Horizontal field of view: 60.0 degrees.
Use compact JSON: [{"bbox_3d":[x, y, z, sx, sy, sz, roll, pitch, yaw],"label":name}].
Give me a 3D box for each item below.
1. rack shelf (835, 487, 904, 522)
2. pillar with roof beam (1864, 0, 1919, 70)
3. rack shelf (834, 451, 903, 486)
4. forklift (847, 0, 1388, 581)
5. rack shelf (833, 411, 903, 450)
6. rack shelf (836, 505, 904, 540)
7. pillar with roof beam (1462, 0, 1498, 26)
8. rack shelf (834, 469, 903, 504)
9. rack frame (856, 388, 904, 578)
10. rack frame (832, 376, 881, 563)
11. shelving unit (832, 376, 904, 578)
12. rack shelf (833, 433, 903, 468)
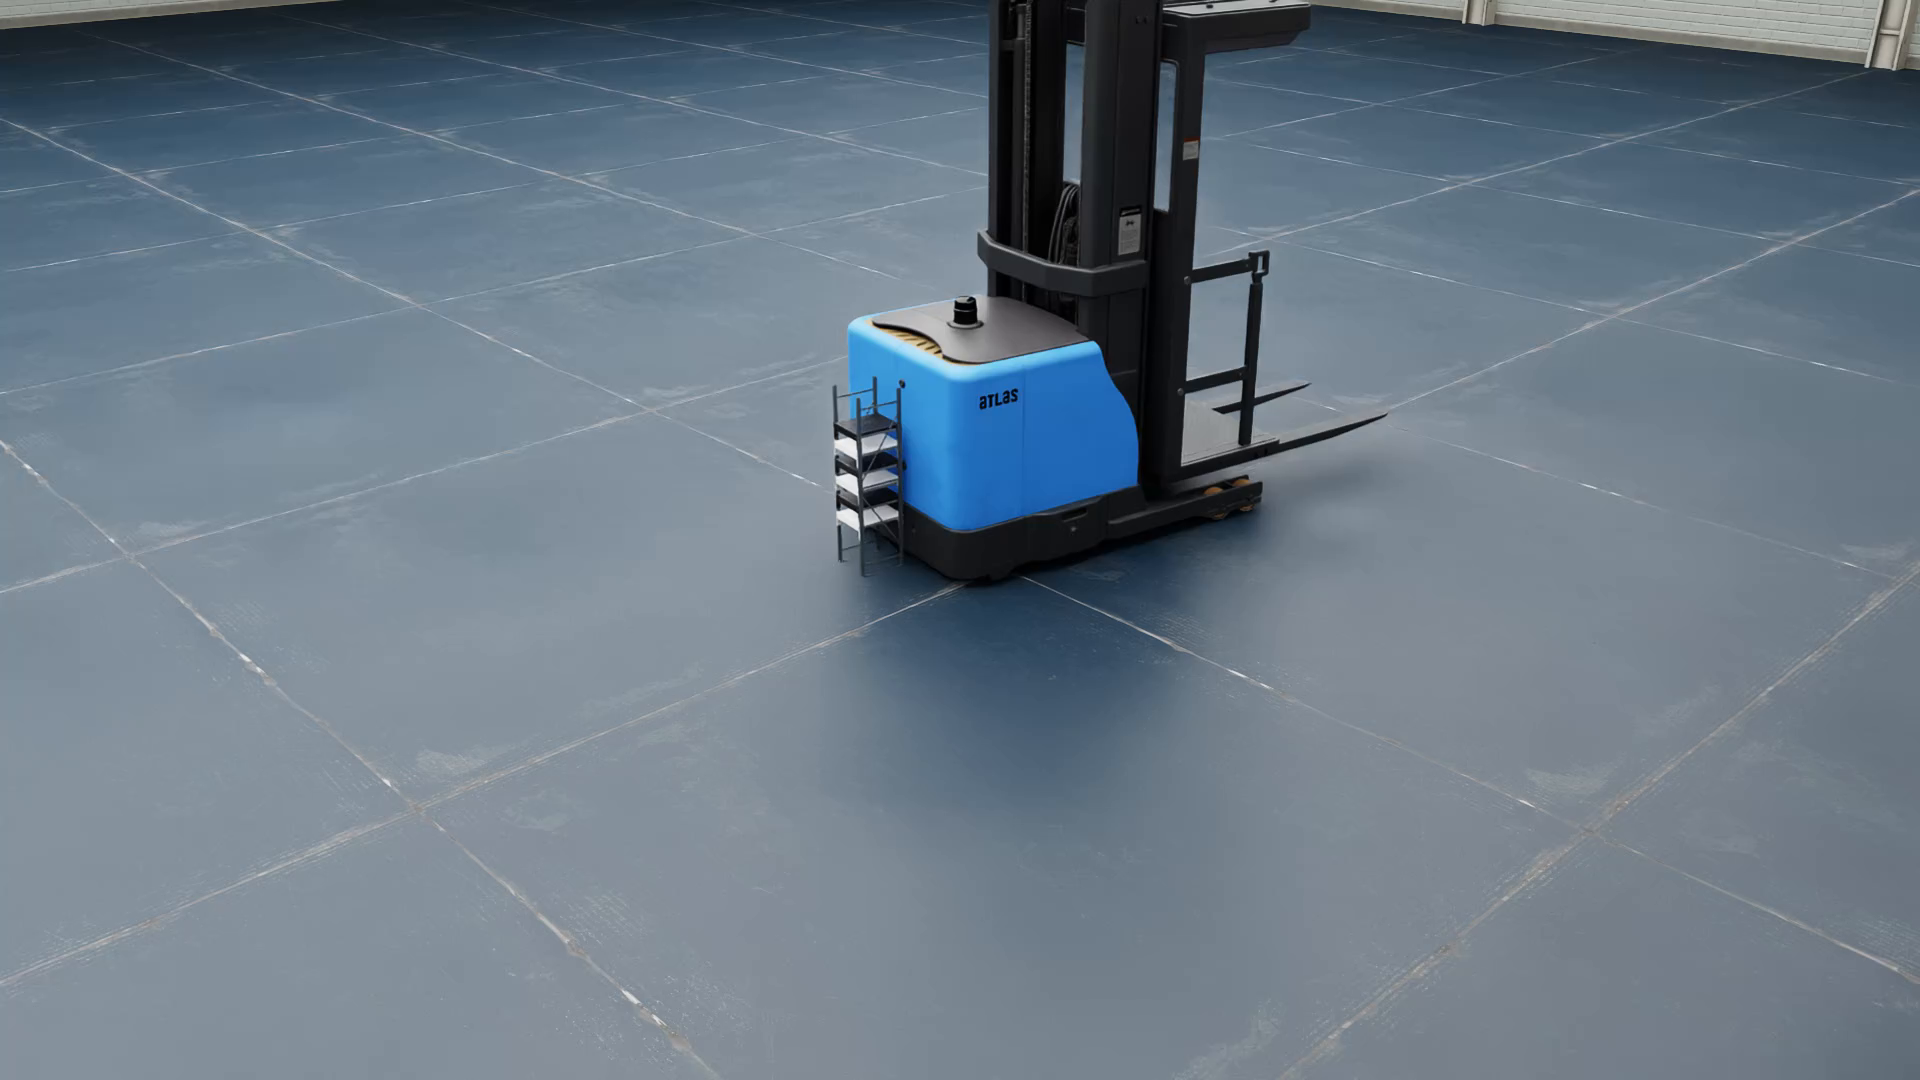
[{"bbox_3d":[-0.428,-0.181,7.859,0.258,0.077,0.200,-16,29,-32],"label":"rack shelf"},{"bbox_3d":[9.019,-9.088,17.329,9.100,9.000,0.400,-21,32,-38],"label":"pillar with roof beam"},{"bbox_3d":[-0.428,-0.345,7.785,0.258,0.077,0.200,-16,29,-32],"label":"rack shelf"},{"bbox_3d":[0.950,-1.601,8.227,3.031,2.935,1.130,-16,29,-31],"label":"forklift"},{"bbox_3d":[-0.428,-0.508,7.710,0.258,0.077,0.200,-16,29,-32],"label":"rack shelf"},{"bbox_3d":[-0.428,-0.099,7.897,0.258,0.077,0.200,-16,29,-32],"label":"rack shelf"},{"bbox_3d":[4.918,-10.906,21.314,9.100,9.000,0.400,-21,32,-38],"label":"pillar with roof beam"},{"bbox_3d":[-0.428,-0.263,7.822,0.258,0.077,0.200,-16,29,-32],"label":"rack shelf"},{"bbox_3d":[-0.369,-0.259,7.733,0.240,0.900,0.006,-16,29,-32],"label":"rack frame"},{"bbox_3d":[-0.487,-0.327,7.884,0.240,0.900,0.006,-16,29,-32],"label":"rack frame"},{"bbox_3d":[-0.428,-0.293,7.808,0.258,0.900,0.210,-16,29,-32],"label":"shelving unit"},{"bbox_3d":[-0.428,-0.426,7.747,0.258,0.077,0.200,-16,29,-32],"label":"rack shelf"}]
